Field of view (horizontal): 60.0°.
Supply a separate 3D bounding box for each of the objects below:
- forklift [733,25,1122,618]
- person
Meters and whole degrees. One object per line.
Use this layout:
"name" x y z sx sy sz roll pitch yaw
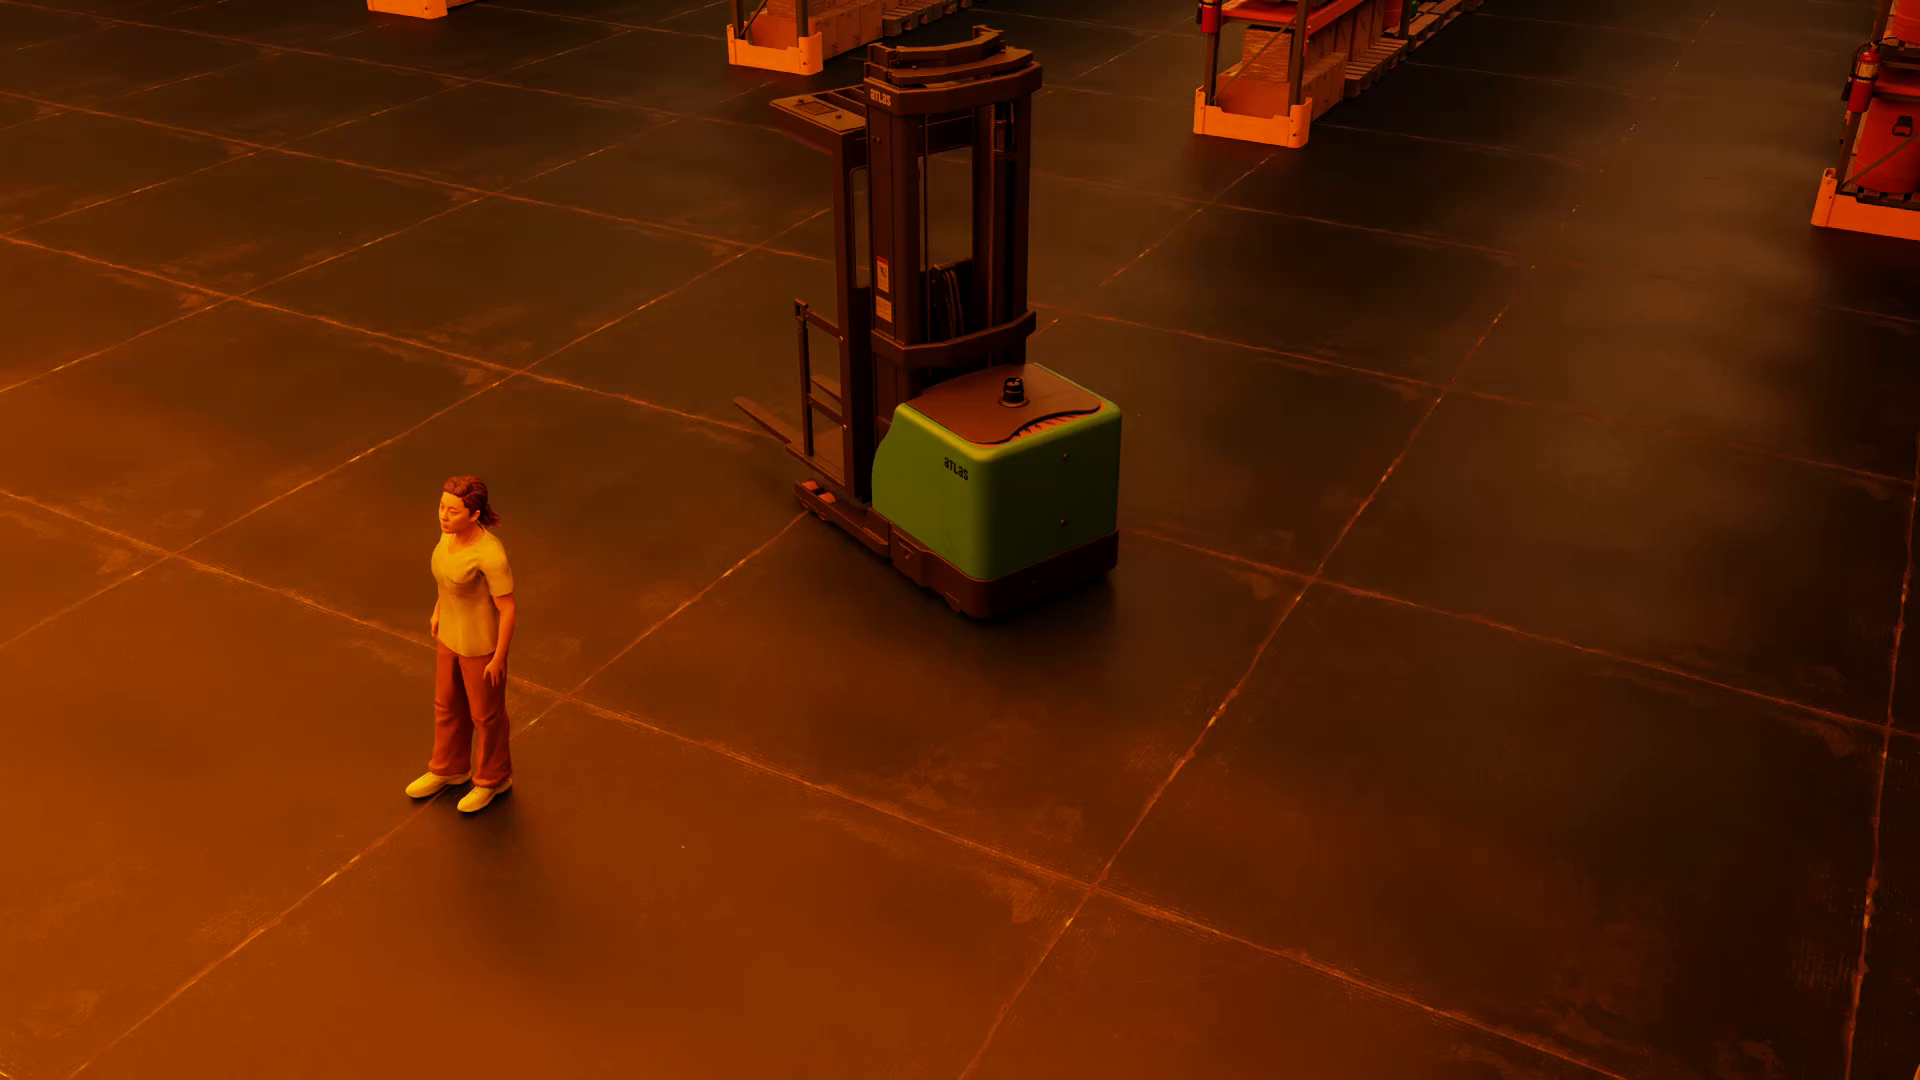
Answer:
"forklift" -0.369 -1.520 9.704 1.130 2.935 3.031 -20 36 -31
"person" -2.253 0.487 7.477 0.553 1.664 0.548 26 39 37
